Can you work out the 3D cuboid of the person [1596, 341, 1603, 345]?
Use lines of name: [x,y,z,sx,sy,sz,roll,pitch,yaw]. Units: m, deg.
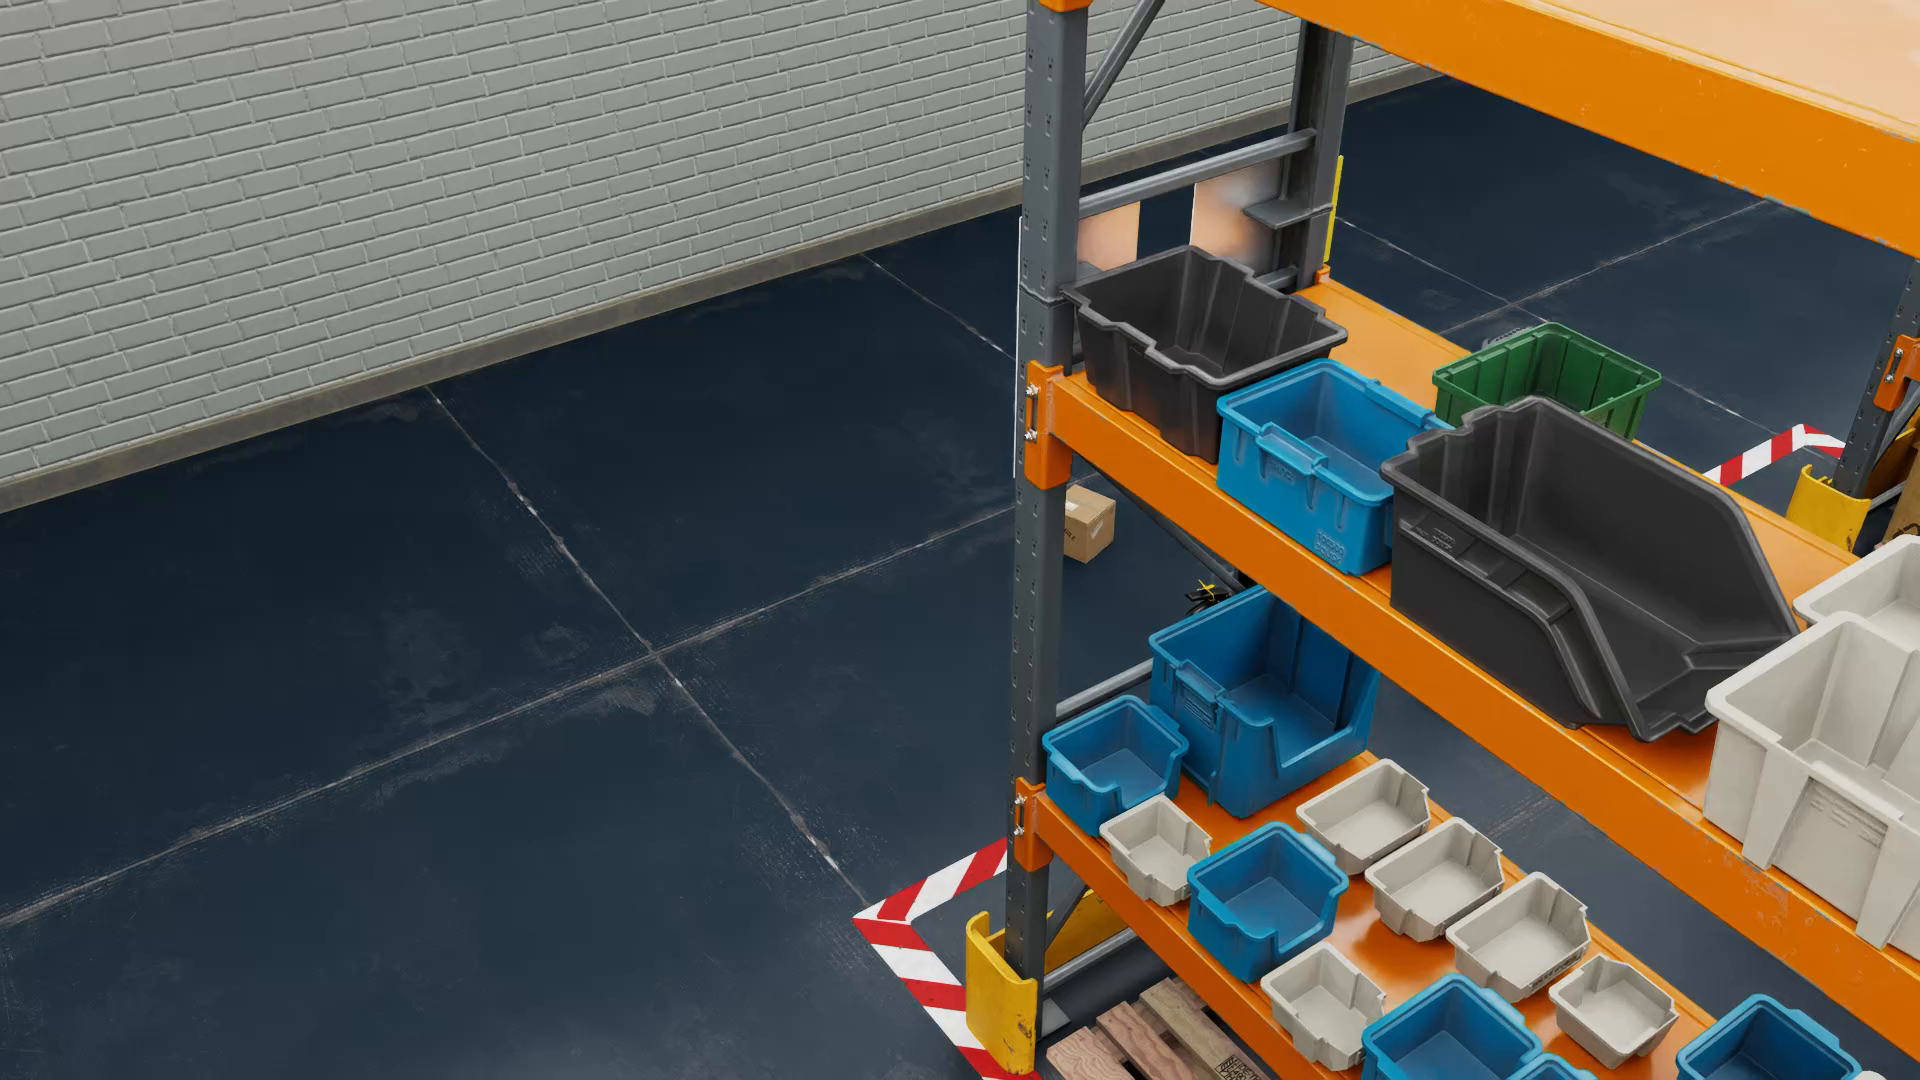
person: [2.603,-0.009,6.985,0.894,1.757,0.534,15,39,19]
